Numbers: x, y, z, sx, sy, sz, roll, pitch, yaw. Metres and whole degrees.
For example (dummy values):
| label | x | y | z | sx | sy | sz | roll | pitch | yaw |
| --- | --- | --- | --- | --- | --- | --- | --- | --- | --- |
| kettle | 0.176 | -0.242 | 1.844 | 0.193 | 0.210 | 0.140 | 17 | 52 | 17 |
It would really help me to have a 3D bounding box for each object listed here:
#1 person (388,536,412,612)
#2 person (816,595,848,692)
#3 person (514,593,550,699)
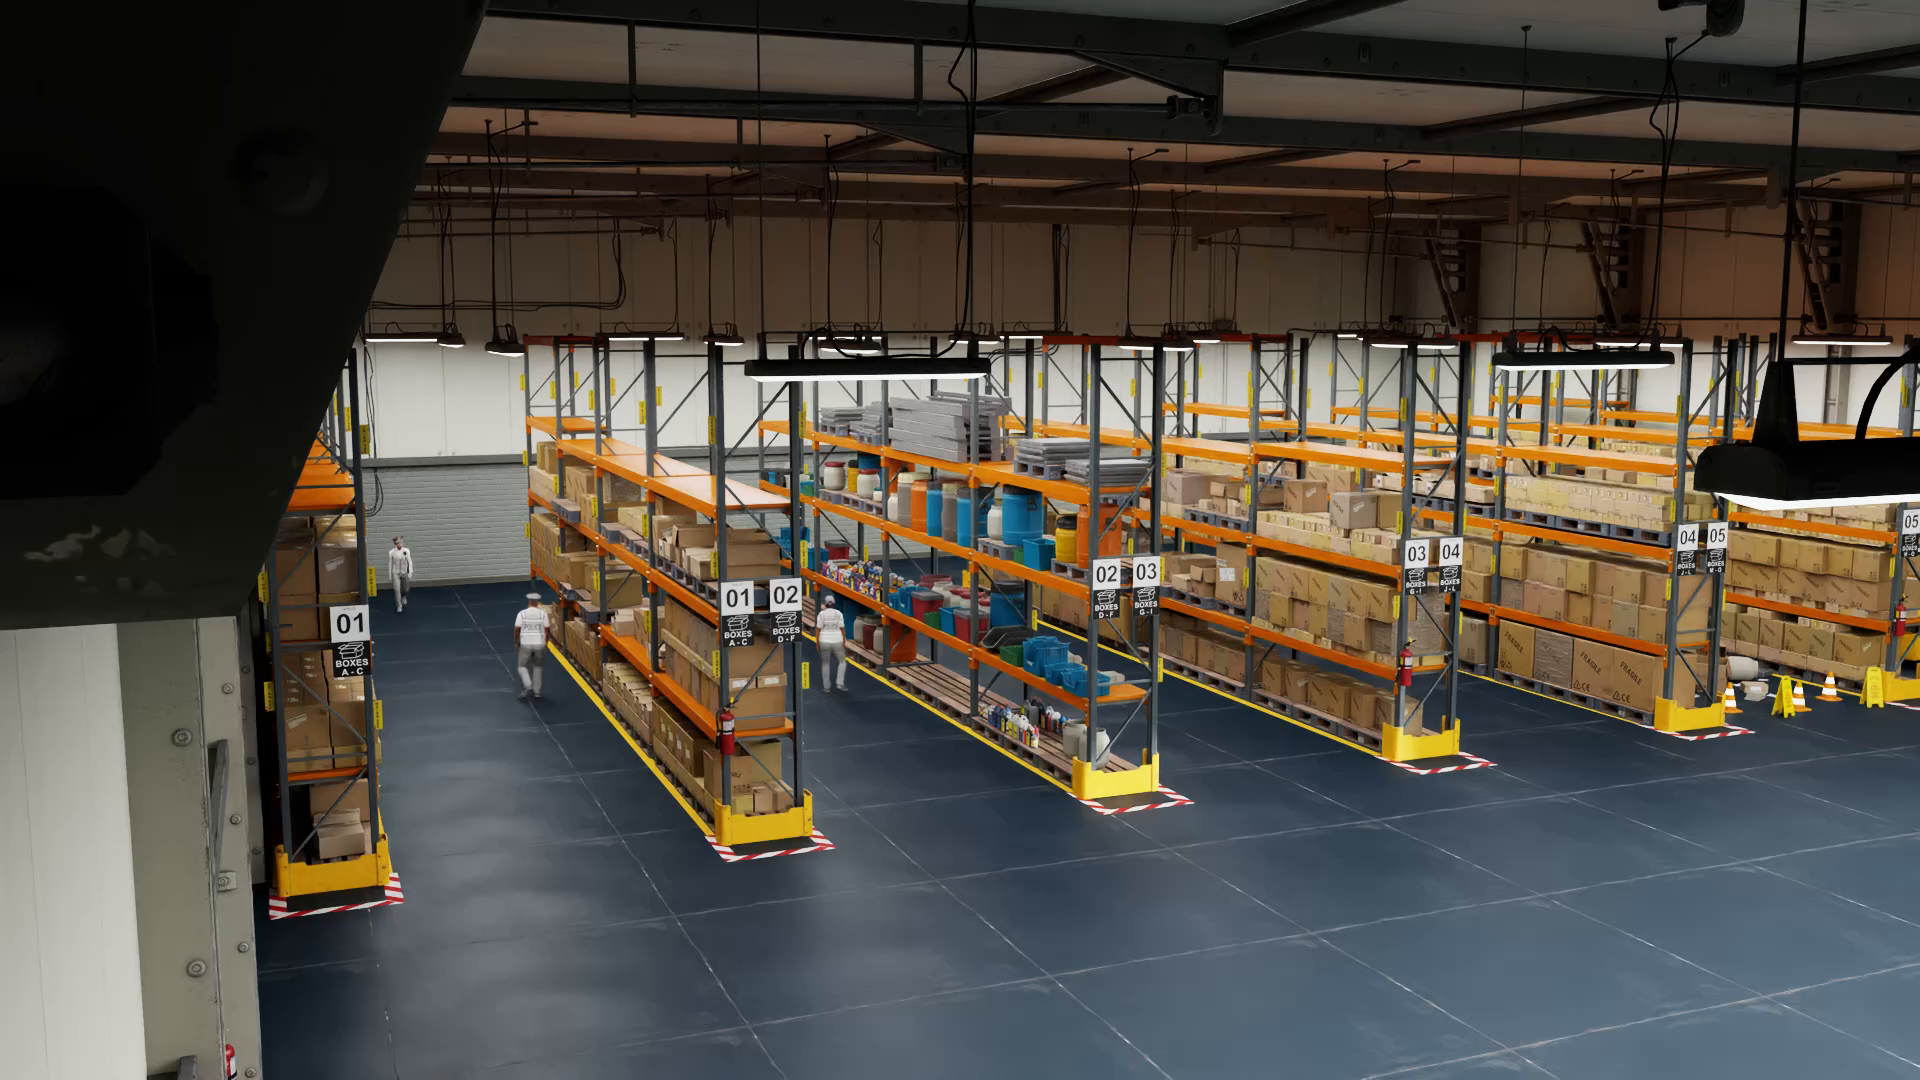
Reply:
| label | x | y | z | sx | sy | sz | roll | pitch | yaw |
| --- | --- | --- | --- | --- | --- | --- | --- | --- | --- |
| person | -12.160 | 0.706 | 36.139 | 0.493 | 1.631 | 0.853 | -3 | 8 | -24 |
| person | -2.173 | 1.772 | 28.206 | 0.543 | 1.660 | 0.506 | 0 | 8 | 2 |
| person | -7.140 | 1.788 | 27.821 | 0.594 | 1.727 | 0.655 | -3 | 8 | -21 |
